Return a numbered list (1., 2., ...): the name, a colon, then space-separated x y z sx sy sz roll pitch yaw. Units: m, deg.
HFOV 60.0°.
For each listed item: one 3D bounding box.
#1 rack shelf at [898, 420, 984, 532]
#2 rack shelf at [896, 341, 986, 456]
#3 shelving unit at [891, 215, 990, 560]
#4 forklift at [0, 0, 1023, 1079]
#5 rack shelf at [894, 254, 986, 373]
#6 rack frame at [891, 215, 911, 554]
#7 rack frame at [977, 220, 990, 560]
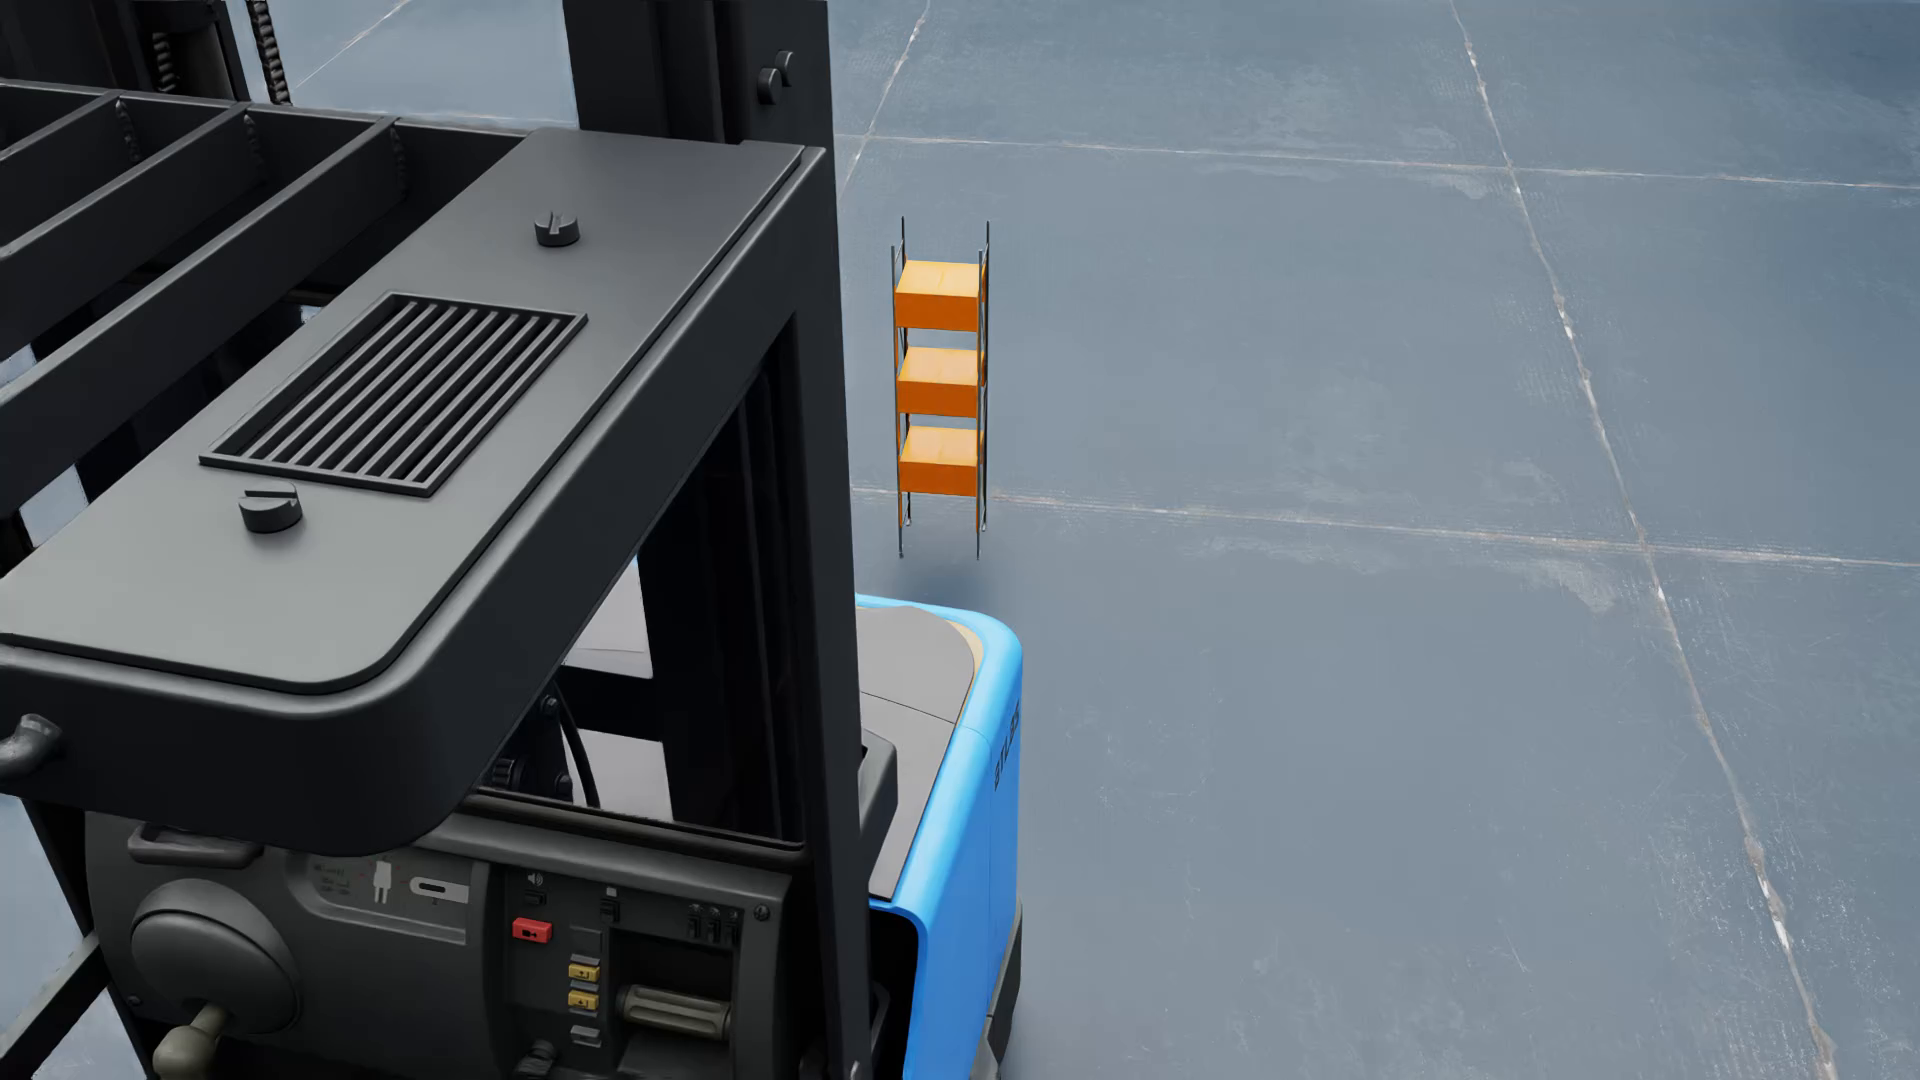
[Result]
1. rack shelf: -0.053 -0.196 5.118 0.240 0.259 0.215 4 36 6
2. rack shelf: -0.053 -0.423 4.957 0.240 0.259 0.215 4 36 6
3. shelving unit: -0.053 -0.431 4.951 0.252 1.050 0.215 4 36 6
4. forklift: -0.713 0.593 1.897 1.130 2.935 3.031 8 36 11
5. rack shelf: -0.053 -0.654 4.792 0.240 0.259 0.215 4 36 6
6. rack frame: -0.174 -0.440 4.963 0.008 1.050 0.200 4 36 6
7. rack frame: 0.068 -0.422 4.938 0.008 1.050 0.200 4 36 6
